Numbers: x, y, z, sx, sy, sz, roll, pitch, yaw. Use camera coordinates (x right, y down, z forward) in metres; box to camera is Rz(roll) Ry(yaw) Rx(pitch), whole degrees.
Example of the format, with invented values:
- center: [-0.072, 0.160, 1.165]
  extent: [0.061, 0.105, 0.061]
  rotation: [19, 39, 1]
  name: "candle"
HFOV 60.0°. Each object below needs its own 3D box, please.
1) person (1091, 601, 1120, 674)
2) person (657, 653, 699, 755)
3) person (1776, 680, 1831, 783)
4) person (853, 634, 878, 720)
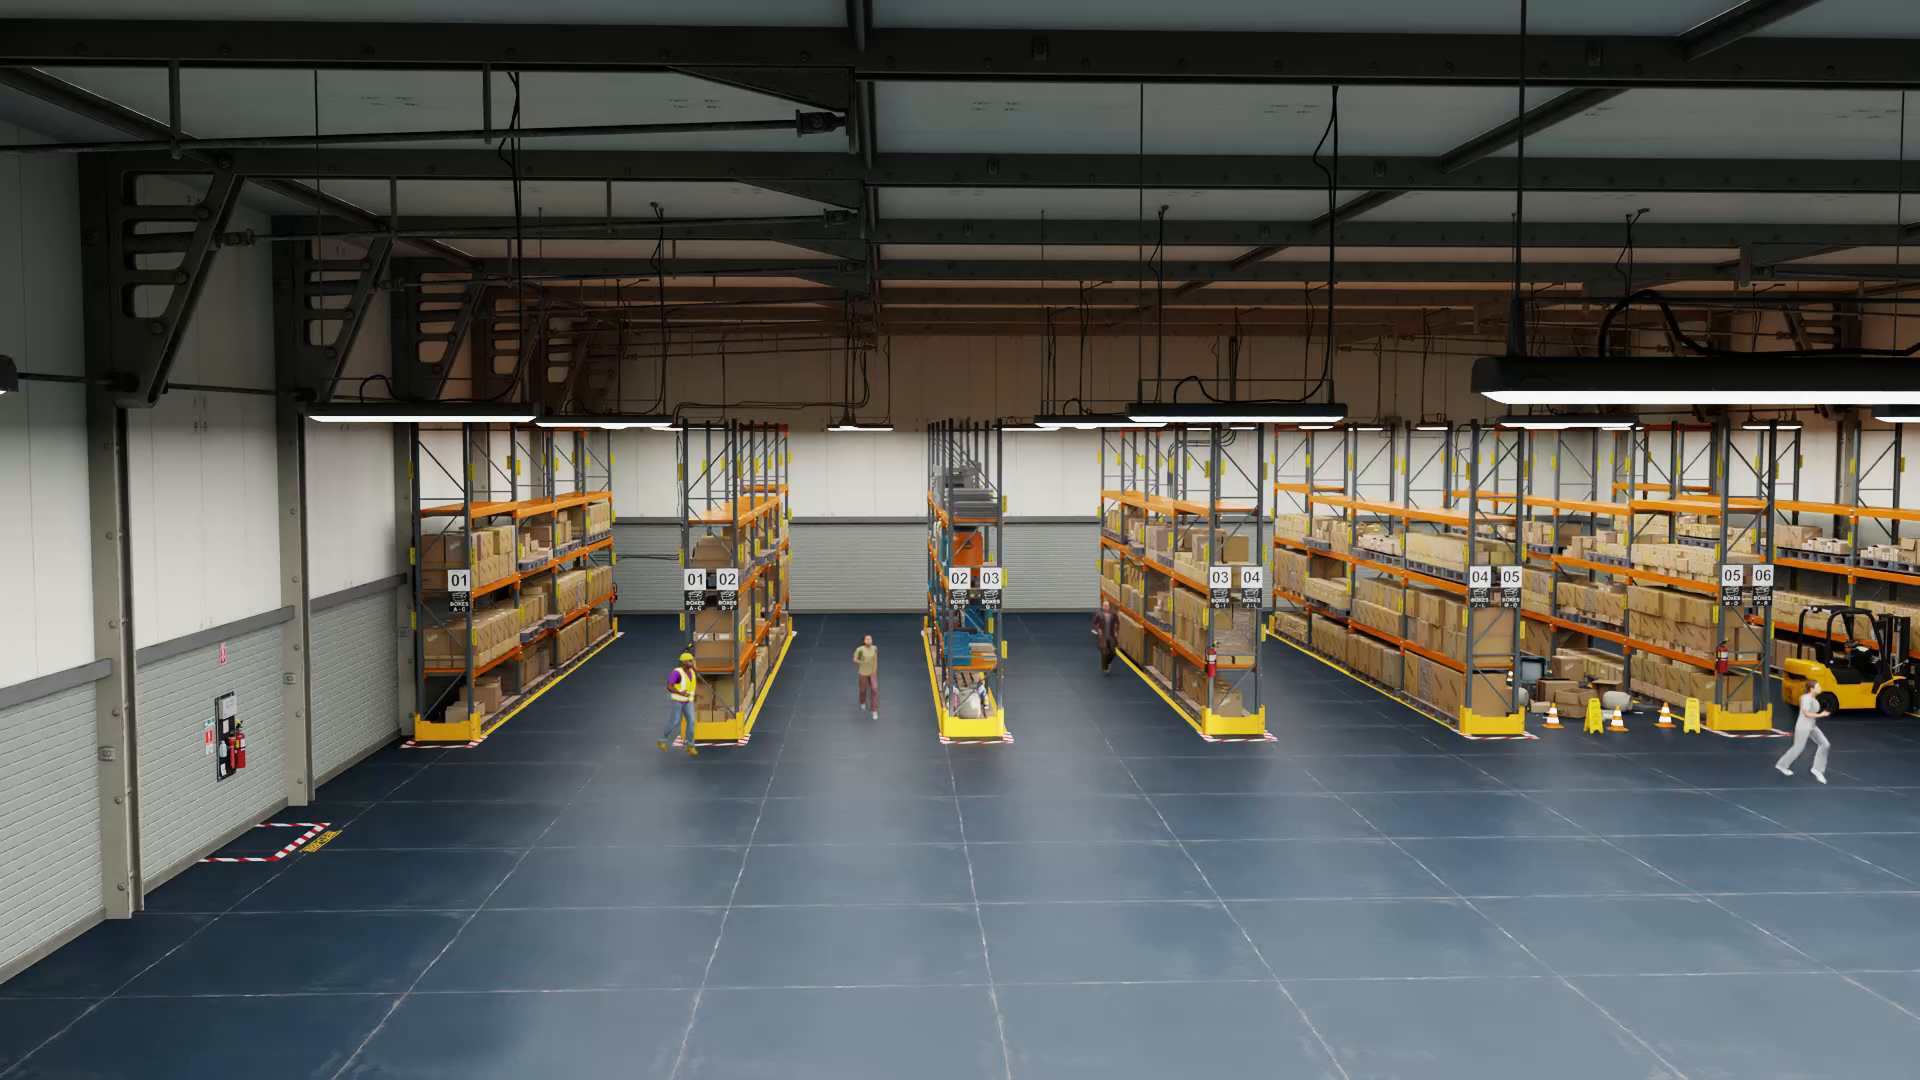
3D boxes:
- center: [3.482, 2.325, 39.530]
  extent: [0.705, 1.725, 0.661]
  rotation: [0, 4, -7]
  name: "person"
- center: [-4.956, 2.928, 29.893]
  extent: [0.860, 1.794, 0.761]
  rotation: [3, 5, 37]
  name: "person"
- center: [13.936, 3.135, 27.473]
  extent: [0.837, 1.701, 0.586]
  rotation: [3, 5, 43]
  name: "person"
- center: [-1.909, 2.742, 33.706]
  extent: [0.544, 1.709, 1.009]
  rotation: [-1, 4, -13]
  name: "person"
